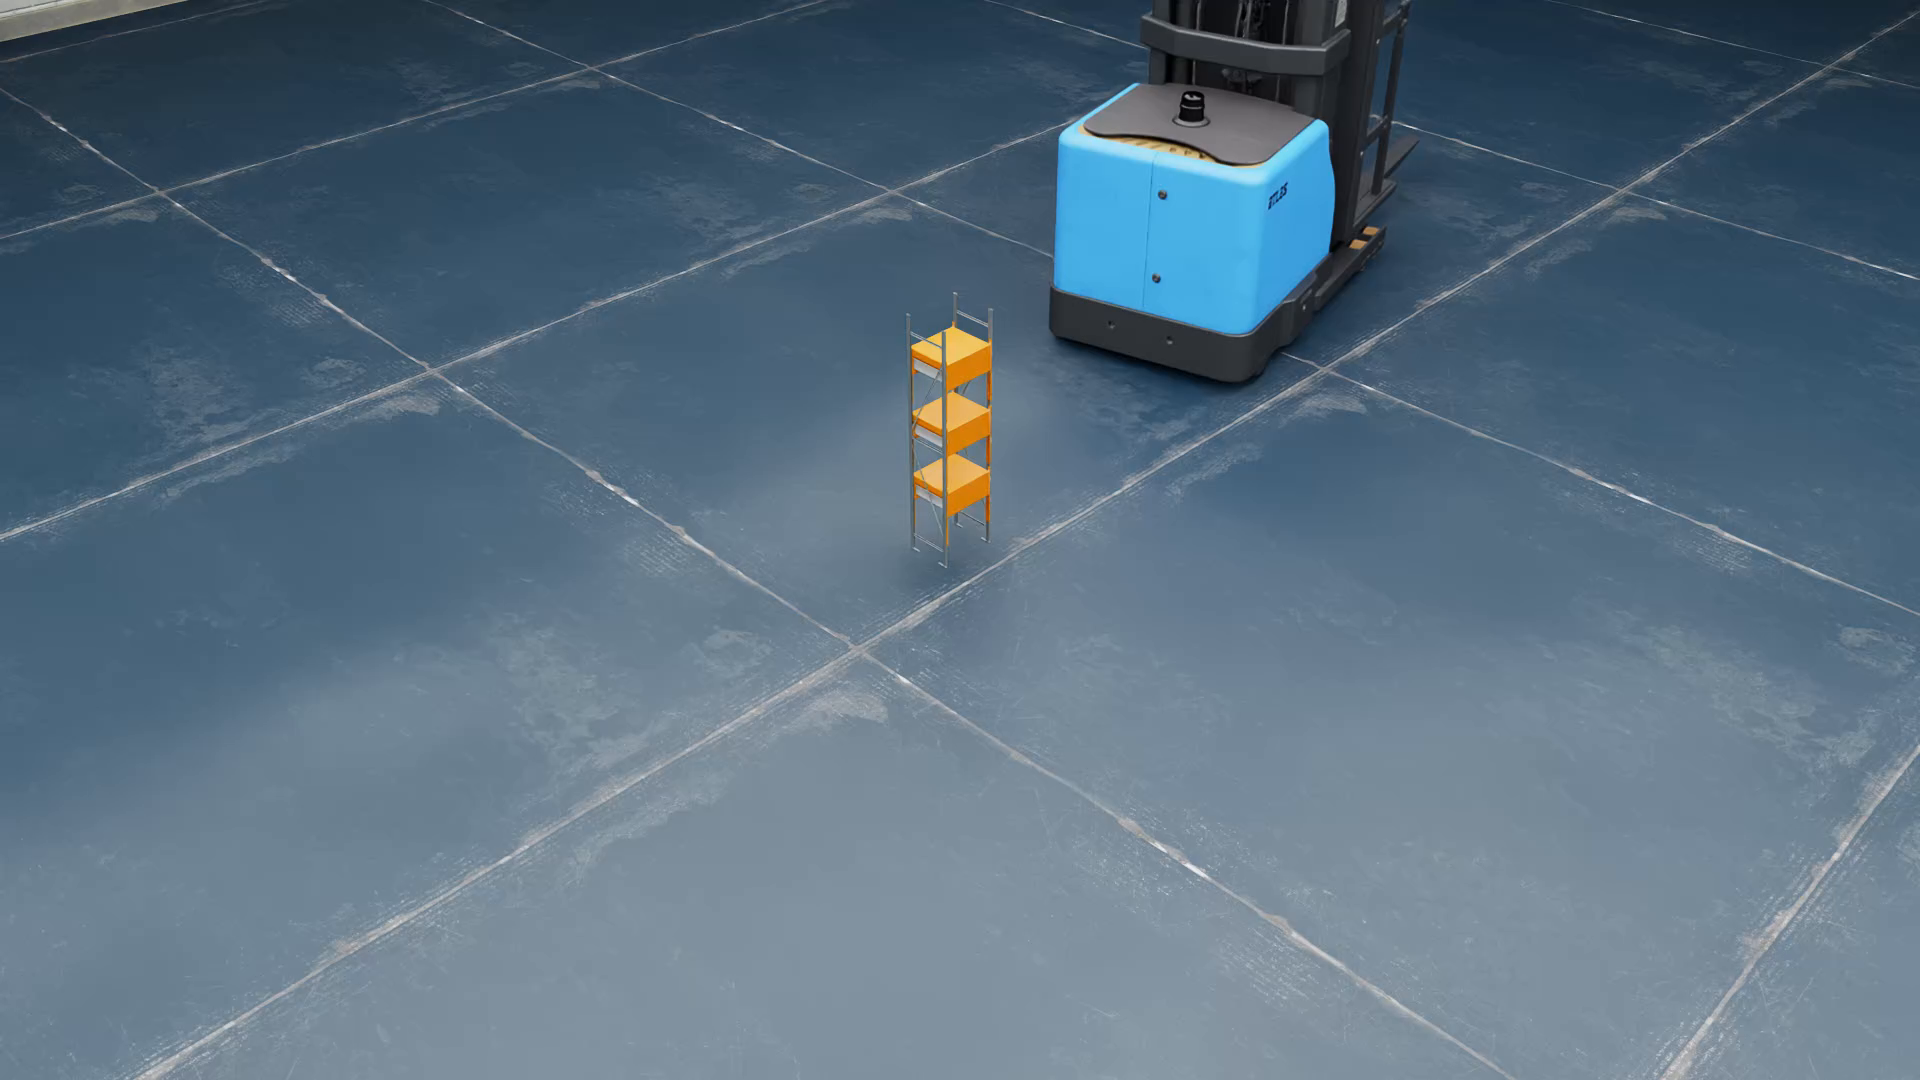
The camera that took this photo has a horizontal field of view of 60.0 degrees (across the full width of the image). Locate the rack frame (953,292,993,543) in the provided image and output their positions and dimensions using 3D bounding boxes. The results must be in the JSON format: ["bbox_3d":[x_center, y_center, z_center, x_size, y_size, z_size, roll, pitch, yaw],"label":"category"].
[{"bbox_3d":[0.048,-0.458,6.490,0.200,1.050,0.008,30,45,35],"label":"rack frame"}]

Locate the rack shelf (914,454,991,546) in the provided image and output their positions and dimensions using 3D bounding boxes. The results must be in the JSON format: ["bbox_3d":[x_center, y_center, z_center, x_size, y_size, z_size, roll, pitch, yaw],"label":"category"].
[{"bbox_3d":[-0.038,-0.172,6.584,0.215,0.259,0.240,30,45,35],"label":"rack shelf"}]

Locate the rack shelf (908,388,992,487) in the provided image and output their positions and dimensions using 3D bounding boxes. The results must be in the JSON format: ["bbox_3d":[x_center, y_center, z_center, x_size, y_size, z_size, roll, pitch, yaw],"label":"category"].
[{"bbox_3d":[-0.038,-0.400,6.425,0.215,0.259,0.240,30,45,35],"label":"rack shelf"}]

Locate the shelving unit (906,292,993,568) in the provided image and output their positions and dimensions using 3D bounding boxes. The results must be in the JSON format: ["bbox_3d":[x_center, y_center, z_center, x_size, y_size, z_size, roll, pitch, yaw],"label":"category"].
[{"bbox_3d":[-0.038,-0.409,6.419,0.215,1.050,0.252,30,45,35],"label":"shelving unit"}]

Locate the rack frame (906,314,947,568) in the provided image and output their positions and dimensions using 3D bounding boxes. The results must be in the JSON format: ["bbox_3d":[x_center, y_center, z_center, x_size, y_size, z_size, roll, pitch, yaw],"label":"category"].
[{"bbox_3d":[-0.124,-0.359,6.348,0.200,1.050,0.008,30,45,35],"label":"rack frame"}]

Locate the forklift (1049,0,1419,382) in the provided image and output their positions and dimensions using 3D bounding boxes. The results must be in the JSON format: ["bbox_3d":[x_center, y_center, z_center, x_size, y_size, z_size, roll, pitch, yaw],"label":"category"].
[{"bbox_3d":[1.625,-2.744,8.122,1.130,2.935,3.031,19,39,25],"label":"forklift"}]

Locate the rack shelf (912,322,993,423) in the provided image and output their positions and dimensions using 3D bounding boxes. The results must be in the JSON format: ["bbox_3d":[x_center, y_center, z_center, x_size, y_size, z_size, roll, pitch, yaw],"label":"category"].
[{"bbox_3d":[-0.038,-0.633,6.262,0.215,0.259,0.240,30,45,35],"label":"rack shelf"}]
